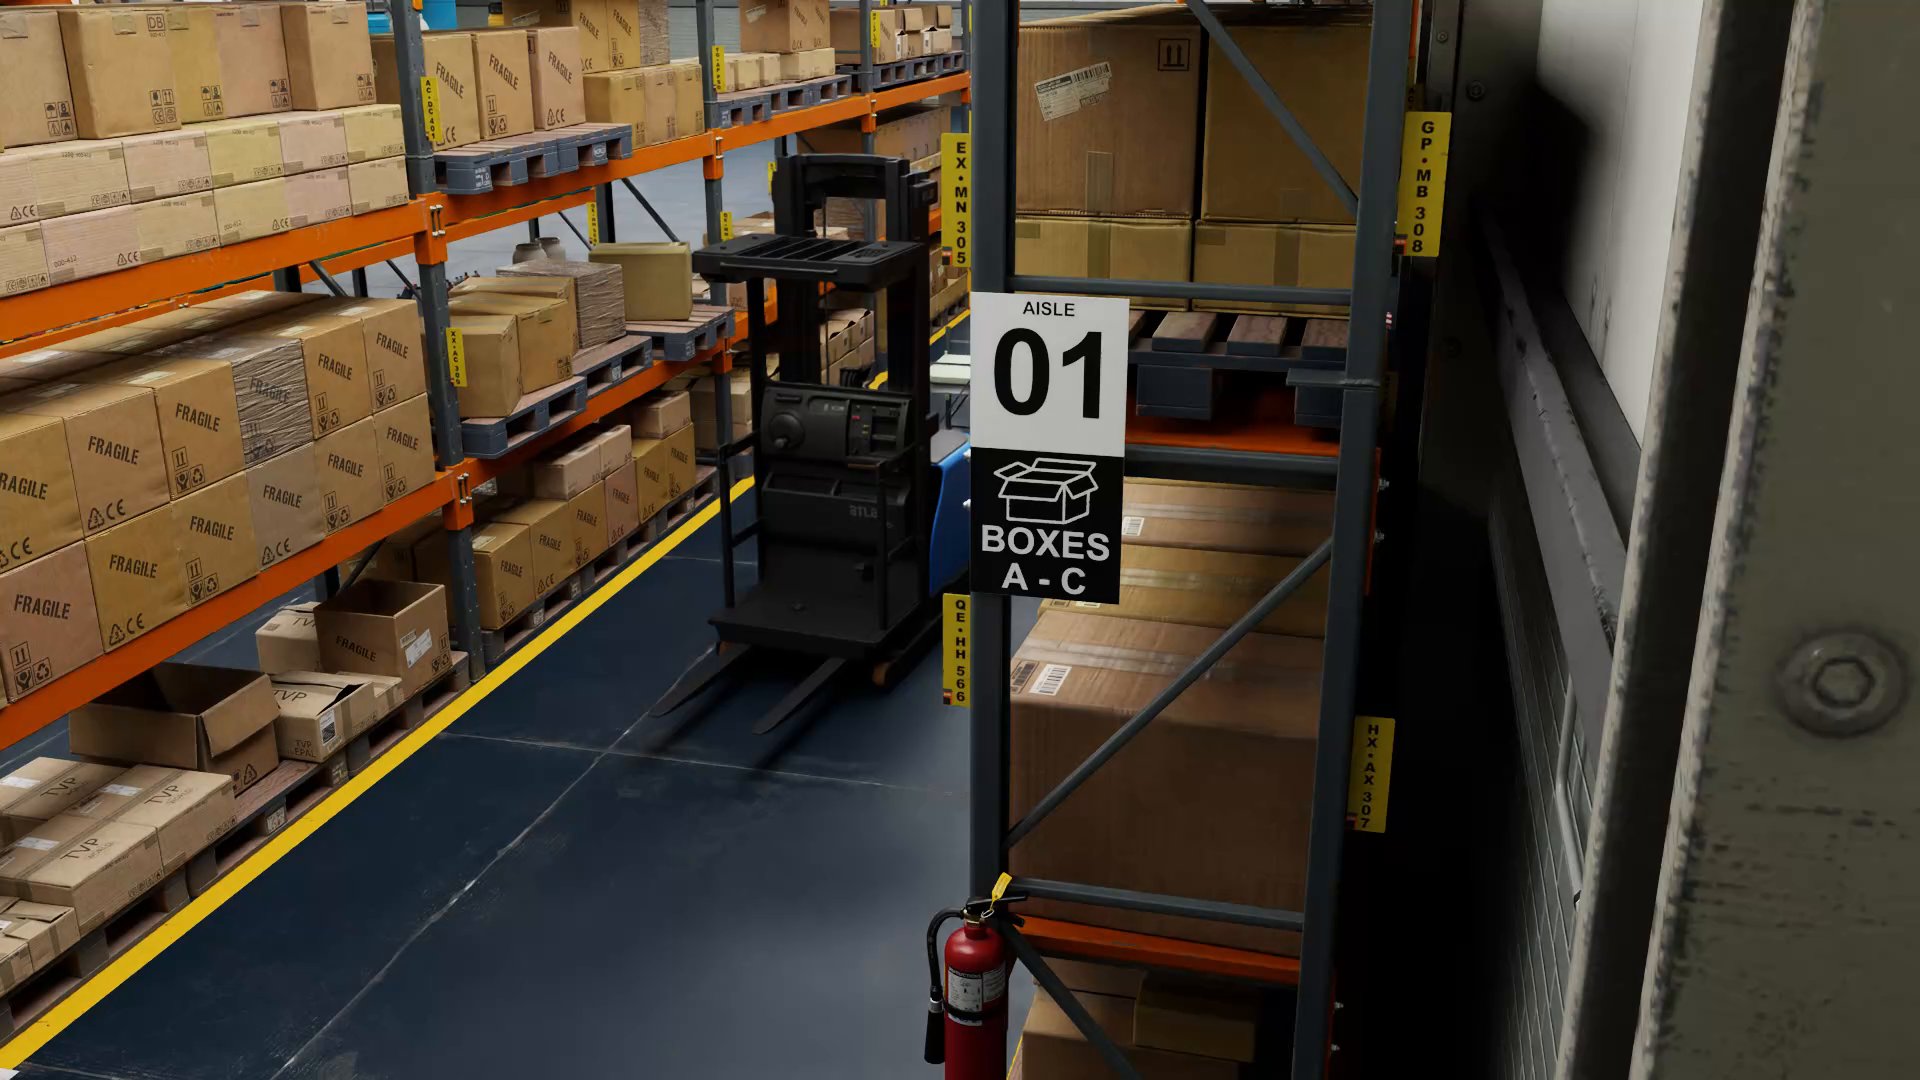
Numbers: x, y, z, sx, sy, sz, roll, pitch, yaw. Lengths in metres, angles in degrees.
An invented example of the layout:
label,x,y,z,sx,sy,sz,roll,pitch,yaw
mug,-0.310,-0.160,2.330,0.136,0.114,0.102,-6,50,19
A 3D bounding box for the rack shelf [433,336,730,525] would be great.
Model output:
label,x,y,z,sx,sy,sz,roll,pitch,yaw
rack shelf,-2.813,-0.921,11.357,1.077,0.370,4.000,5,19,13

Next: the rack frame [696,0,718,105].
label,x,y,z,sx,sy,sz,roll,pitch,yaw
rack frame,-2.324,-4.728,12.107,1.000,3.000,0.127,5,19,13

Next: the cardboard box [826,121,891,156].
label,x,y,z,sx,sy,sz,roll,pitch,yaw
cardboard box,-1.122,-4.102,17.394,0.700,0.500,0.500,5,19,13

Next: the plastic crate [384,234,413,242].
label,x,y,z,sx,sy,sz,roll,pitch,yaw
plastic crate,-5.971,-3.389,17.370,0.402,0.464,0.583,5,19,13

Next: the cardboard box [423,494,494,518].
label,x,y,z,sx,sy,sz,roll,pitch,yaw
cardboard box,-3.330,0.008,10.709,0.500,0.500,0.500,5,19,14

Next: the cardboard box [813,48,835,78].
label,x,y,z,sx,sy,sz,roll,pitch,yaw
cardboard box,-1.507,-4.497,15.655,0.500,0.250,0.500,7,20,19

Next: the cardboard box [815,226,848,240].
label,x,y,z,sx,sy,sz,roll,pitch,yaw
cardboard box,-1.425,-2.914,16.309,0.500,0.250,0.500,6,20,17

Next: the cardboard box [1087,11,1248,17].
label,x,y,z,sx,sy,sz,roll,pitch,yaw
cardboard box,0.692,-1.512,5.599,0.500,0.500,0.500,4,19,11

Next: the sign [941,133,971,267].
label,x,y,z,sx,sy,sz,roll,pitch,yaw
sign,0.003,-0.839,4.116,0.100,0.325,0.005,5,19,13

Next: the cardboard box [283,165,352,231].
label,x,y,z,sx,sy,sz,roll,pitch,yaw
cardboard box,-3.295,-1.654,7.981,0.500,0.250,0.500,5,19,13

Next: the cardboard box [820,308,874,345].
label,x,y,z,sx,sy,sz,roll,pitch,yaw
cardboard box,-1.168,-2.156,16.595,0.500,0.311,0.500,5,19,13

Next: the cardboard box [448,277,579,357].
label,x,y,z,sx,sy,sz,roll,pitch,yaw
cardboard box,-2.930,-1.440,10.957,0.700,0.500,0.500,0,19,-1

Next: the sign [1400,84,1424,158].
label,x,y,z,sx,sy,sz,roll,pitch,yaw
sign,2.041,-1.903,7.556,0.100,0.325,0.005,5,19,13

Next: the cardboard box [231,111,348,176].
label,x,y,z,sx,sy,sz,roll,pitch,yaw
cardboard box,-3.282,-1.890,7.897,0.500,0.250,0.500,5,19,13

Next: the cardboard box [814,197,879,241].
label,x,y,z,sx,sy,sz,roll,pitch,yaw
cardboard box,-1.245,-3.329,17.139,0.700,0.500,0.500,4,19,12

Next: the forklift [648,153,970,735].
label,x,y,z,sx,sy,sz,roll,pitch,yaw
forklift,-0.814,-0.671,9.619,1.130,2.935,3.031,7,20,19

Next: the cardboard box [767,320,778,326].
label,x,y,z,sx,sy,sz,roll,pitch,yaw
cardboard box,-1.817,-2.039,16.253,0.500,0.311,0.500,4,19,13

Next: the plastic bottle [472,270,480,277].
label,x,y,z,sx,sy,sz,roll,pitch,yaw
plastic bottle,-5.917,-3.162,20.344,0.097,0.271,0.097,0,19,0

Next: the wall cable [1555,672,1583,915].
label,x,y,z,sx,sy,sz,roll,pitch,yaw
wall cable,1.130,1.004,3.035,0.084,1.984,1.851,5,19,13

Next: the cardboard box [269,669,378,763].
label,x,y,z,sx,sy,sz,roll,pitch,yaw
cardboard box,-3.349,0.865,8.493,0.500,0.311,0.500,5,19,13

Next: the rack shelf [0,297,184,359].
label,x,y,z,sx,sy,sz,roll,pitch,yaw
rack shelf,-7.615,-1.314,12.506,1.077,0.370,4.000,5,19,13

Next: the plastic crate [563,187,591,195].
label,x,y,z,sx,sy,sz,roll,pitch,yaw
plastic crate,-5.004,-4.538,21.062,0.499,0.251,0.616,5,19,13

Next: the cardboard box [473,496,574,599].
label,x,y,z,sx,sy,sz,roll,pitch,yaw
cardboard box,-2.828,0.039,10.618,0.500,0.500,0.500,5,19,14

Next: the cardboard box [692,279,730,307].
label,x,y,z,sx,sy,sz,roll,pitch,yaw
cardboard box,-2.193,-1.957,13.414,0.500,0.311,0.500,6,20,17

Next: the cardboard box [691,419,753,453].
label,x,y,z,sx,sy,sz,roll,pitch,yaw
cardboard box,-1.911,-0.927,13.866,0.500,0.250,0.500,5,19,13

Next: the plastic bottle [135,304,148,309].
label,x,y,z,sx,sy,sz,roll,pitch,yaw
plastic bottle,-6.812,-2.065,13.774,0.061,0.283,0.133,5,19,13

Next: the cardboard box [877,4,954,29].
label,x,y,z,sx,sy,sz,roll,pitch,yaw
cardboard box,-0.514,-5.950,19.299,0.797,0.503,0.637,6,20,17

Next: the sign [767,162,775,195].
label,x,y,z,sx,sy,sz,roll,pitch,yaw
sign,-1.885,-3.633,16.721,0.100,0.325,0.005,5,19,13

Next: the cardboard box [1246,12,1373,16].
label,x,y,z,sx,sy,sz,roll,pitch,yaw
cardboard box,1.197,-1.474,5.488,0.500,0.500,0.500,5,19,13

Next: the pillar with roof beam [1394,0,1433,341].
label,x,y,z,sx,sy,sz,roll,pitch,yaw
pillar with roof beam,0.928,-6.897,18.459,9.100,9.000,0.400,5,19,13

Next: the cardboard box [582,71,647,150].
label,x,y,z,sx,sy,sz,roll,pitch,yaw
cardboard box,-2.650,-2.893,11.222,0.910,0.500,0.500,5,19,13

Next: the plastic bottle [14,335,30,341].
label,x,y,z,sx,sy,sz,roll,pitch,yaw
plastic bottle,-7.170,-1.692,12.578,0.144,0.351,0.185,5,19,13

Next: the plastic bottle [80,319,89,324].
label,x,y,z,sx,sy,sz,roll,pitch,yaw
plastic bottle,-6.985,-1.828,13.206,0.097,0.201,0.097,0,19,0

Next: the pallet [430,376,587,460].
label,x,y,z,sx,sy,sz,roll,pitch,yaw
pallet,-3.000,-0.786,10.145,1.003,0.211,1.213,5,19,13

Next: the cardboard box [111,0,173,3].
label,x,y,z,sx,sy,sz,roll,pitch,yaw
cardboard box,-10.108,-6.518,20.601,0.500,0.500,0.500,5,19,13

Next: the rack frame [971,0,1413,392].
label,x,y,z,sx,sy,sz,roll,pitch,yaw
rack frame,0.526,-1.830,3.624,1.000,3.000,0.127,5,19,13

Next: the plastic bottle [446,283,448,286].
label,x,y,z,sx,sy,sz,roll,pitch,yaw
plastic bottle,-6.102,-2.891,19.543,0.152,0.276,0.135,5,19,14

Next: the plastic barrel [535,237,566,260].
label,x,y,z,sx,sy,sz,roll,pitch,yaw
plastic barrel,-5.259,-3.598,21.279,0.421,0.512,0.421,0,19,0

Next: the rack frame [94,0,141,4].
label,x,y,z,sx,sy,sz,roll,pitch,yaw
rack frame,-7.127,-5.120,13.255,1.000,3.000,0.127,5,19,13

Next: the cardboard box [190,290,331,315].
label,x,y,z,sx,sy,sz,roll,pitch,yaw
cardboard box,-3.689,-1.030,8.861,0.500,0.500,0.500,5,20,15

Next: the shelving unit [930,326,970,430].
label,x,y,z,sx,sy,sz,roll,pitch,yaw
shelving unit,0.002,-0.712,11.951,0.431,1.500,0.755,5,19,13

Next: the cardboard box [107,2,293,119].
label,x,y,z,sx,sy,sz,roll,pitch,yaw
cardboard box,-3.643,-2.274,7.862,0.700,0.500,0.500,5,19,13

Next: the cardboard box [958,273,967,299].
label,x,y,z,sx,sy,sz,roll,pitch,yaw
cardboard box,-0.214,-3.102,20.234,0.500,0.250,0.500,5,19,13

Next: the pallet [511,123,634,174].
label,x,y,z,sx,sy,sz,roll,pitch,yaw
pallet,-2.824,-2.490,10.486,1.213,0.211,1.003,5,19,13

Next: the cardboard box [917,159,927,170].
label,x,y,z,sx,sy,sz,roll,pitch,yaw
cardboard box,-0.593,-4.210,18.713,0.380,0.149,0.250,5,20,15

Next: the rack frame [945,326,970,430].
label,x,y,z,sx,sy,sz,roll,pitch,yaw
rack frame,0.091,-0.827,12.287,0.400,1.500,0.023,5,19,13

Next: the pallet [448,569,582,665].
label,x,y,z,sx,sy,sz,roll,pitch,yaw
pallet,-3.139,0.427,10.612,1.003,0.211,1.213,5,19,13

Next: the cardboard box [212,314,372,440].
label,x,y,z,sx,sy,sz,roll,pitch,yaw
cardboard box,-3.297,-0.816,8.233,0.500,0.500,0.500,4,19,12

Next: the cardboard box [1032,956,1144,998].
label,x,y,z,sx,sy,sz,roll,pitch,yaw
cardboard box,0.454,1.404,5.650,0.380,0.149,0.250,4,19,13

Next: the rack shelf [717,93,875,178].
label,x,y,z,sx,sy,sz,roll,pitch,yaw
rack shelf,-1.836,-3.595,14.543,1.077,0.370,4.000,5,19,13

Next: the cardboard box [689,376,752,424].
label,x,y,z,sx,sy,sz,roll,pitch,yaw
cardboard box,-1.911,-1.193,13.775,0.500,0.311,0.500,5,20,15

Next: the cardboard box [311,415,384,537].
label,x,y,z,sx,sy,sz,roll,pitch,yaw
cardboard box,-3.299,-0.344,8.398,0.500,0.500,0.500,5,20,15

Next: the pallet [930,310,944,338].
label,x,y,z,sx,sy,sz,roll,pitch,yaw
pallet,-0.816,-2.452,19.041,1.003,0.211,1.213,5,19,13

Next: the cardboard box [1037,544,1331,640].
label,x,y,z,sx,sy,sz,roll,pitch,yaw
cardboard box,0.807,0.477,5.685,0.980,0.700,0.700,5,19,13
